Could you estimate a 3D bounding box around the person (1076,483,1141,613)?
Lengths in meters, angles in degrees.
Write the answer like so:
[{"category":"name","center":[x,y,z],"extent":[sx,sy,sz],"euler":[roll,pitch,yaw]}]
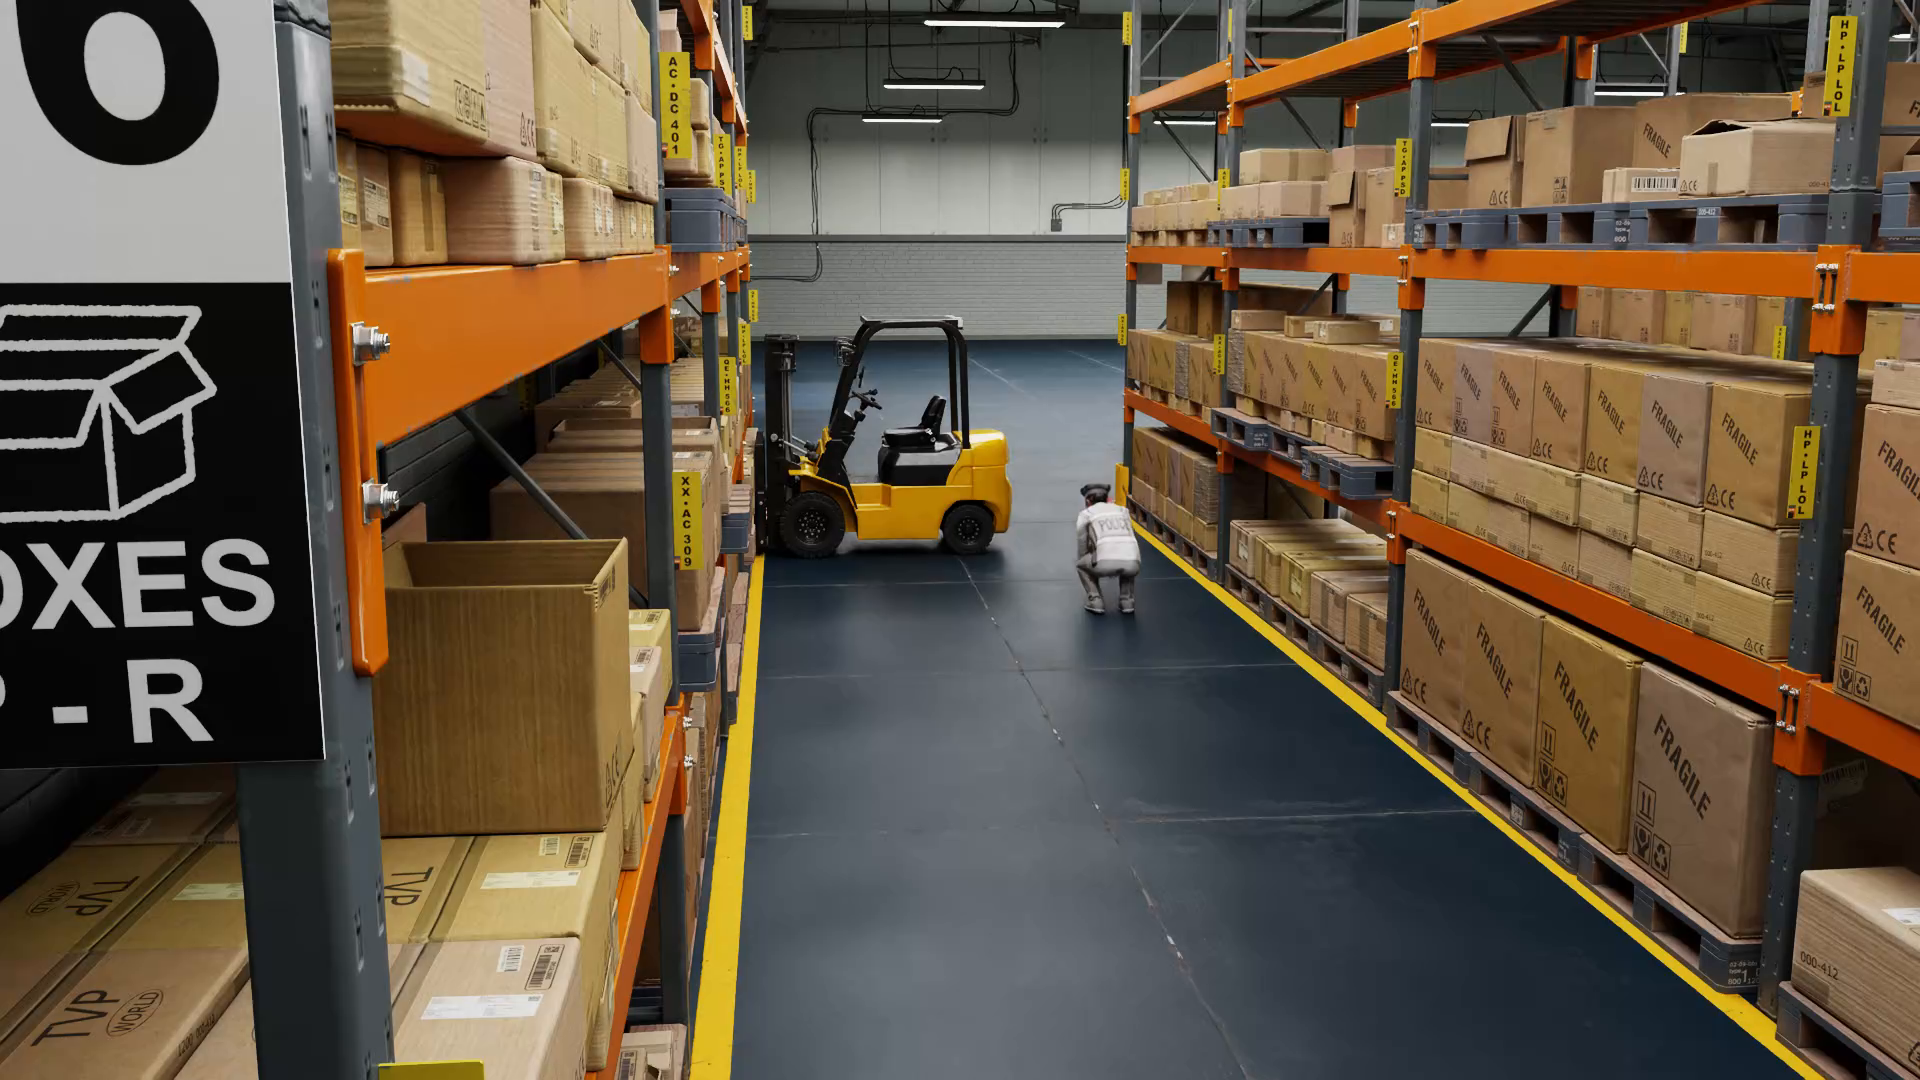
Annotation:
[{"category":"person","center":[1.156,0.058,13.078],"extent":[0.468,0.979,0.837],"euler":[-1,10,-7]}]
